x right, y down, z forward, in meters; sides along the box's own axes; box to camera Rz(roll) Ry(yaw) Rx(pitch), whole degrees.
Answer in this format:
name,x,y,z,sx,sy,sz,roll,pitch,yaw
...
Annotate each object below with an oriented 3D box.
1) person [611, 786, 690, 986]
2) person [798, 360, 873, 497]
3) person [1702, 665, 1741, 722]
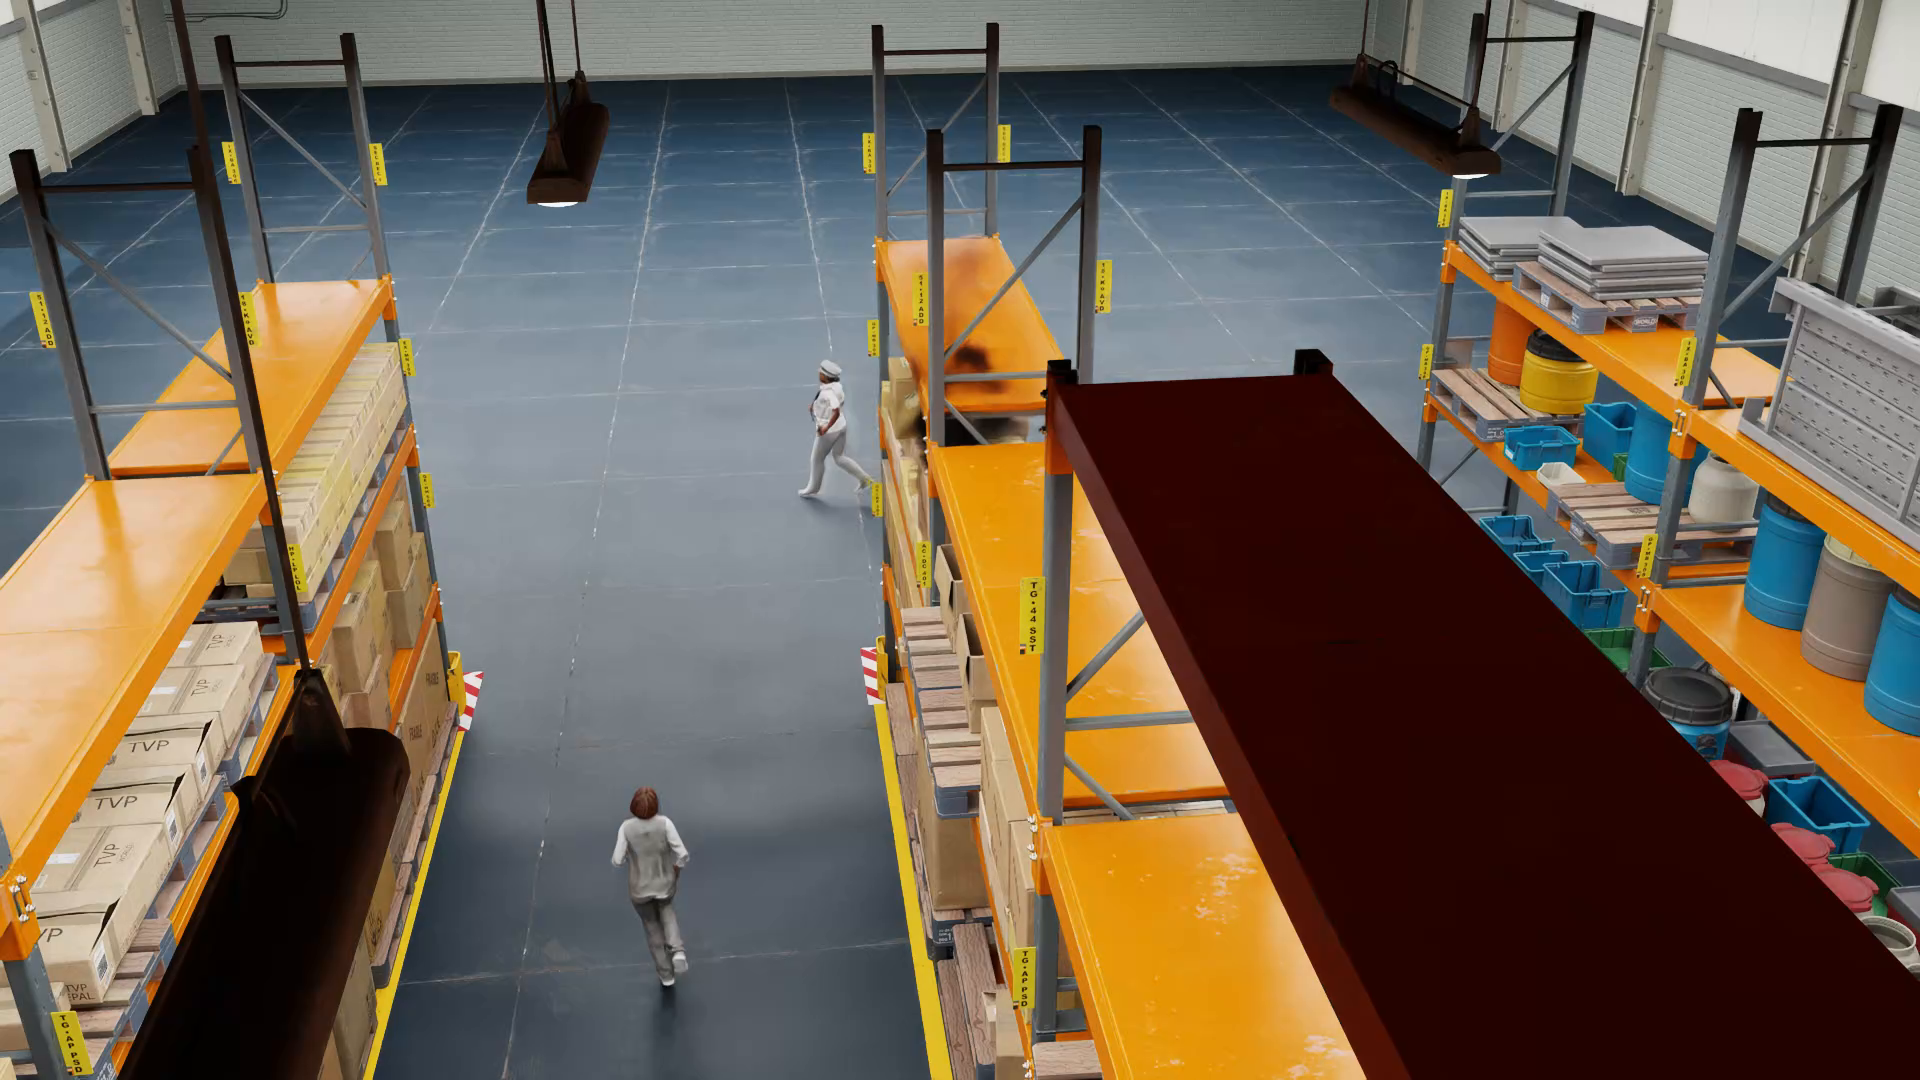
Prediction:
name,x,y,z,sx,sy,sz,roll,pitch,yaw
person,-2.155,2.398,11.649,0.523,1.568,0.549,-7,26,-14
person,-1.462,-1.252,19.151,0.931,1.698,0.585,10,27,20
person,6.395,1.366,13.761,0.607,1.650,0.779,-8,27,-16
